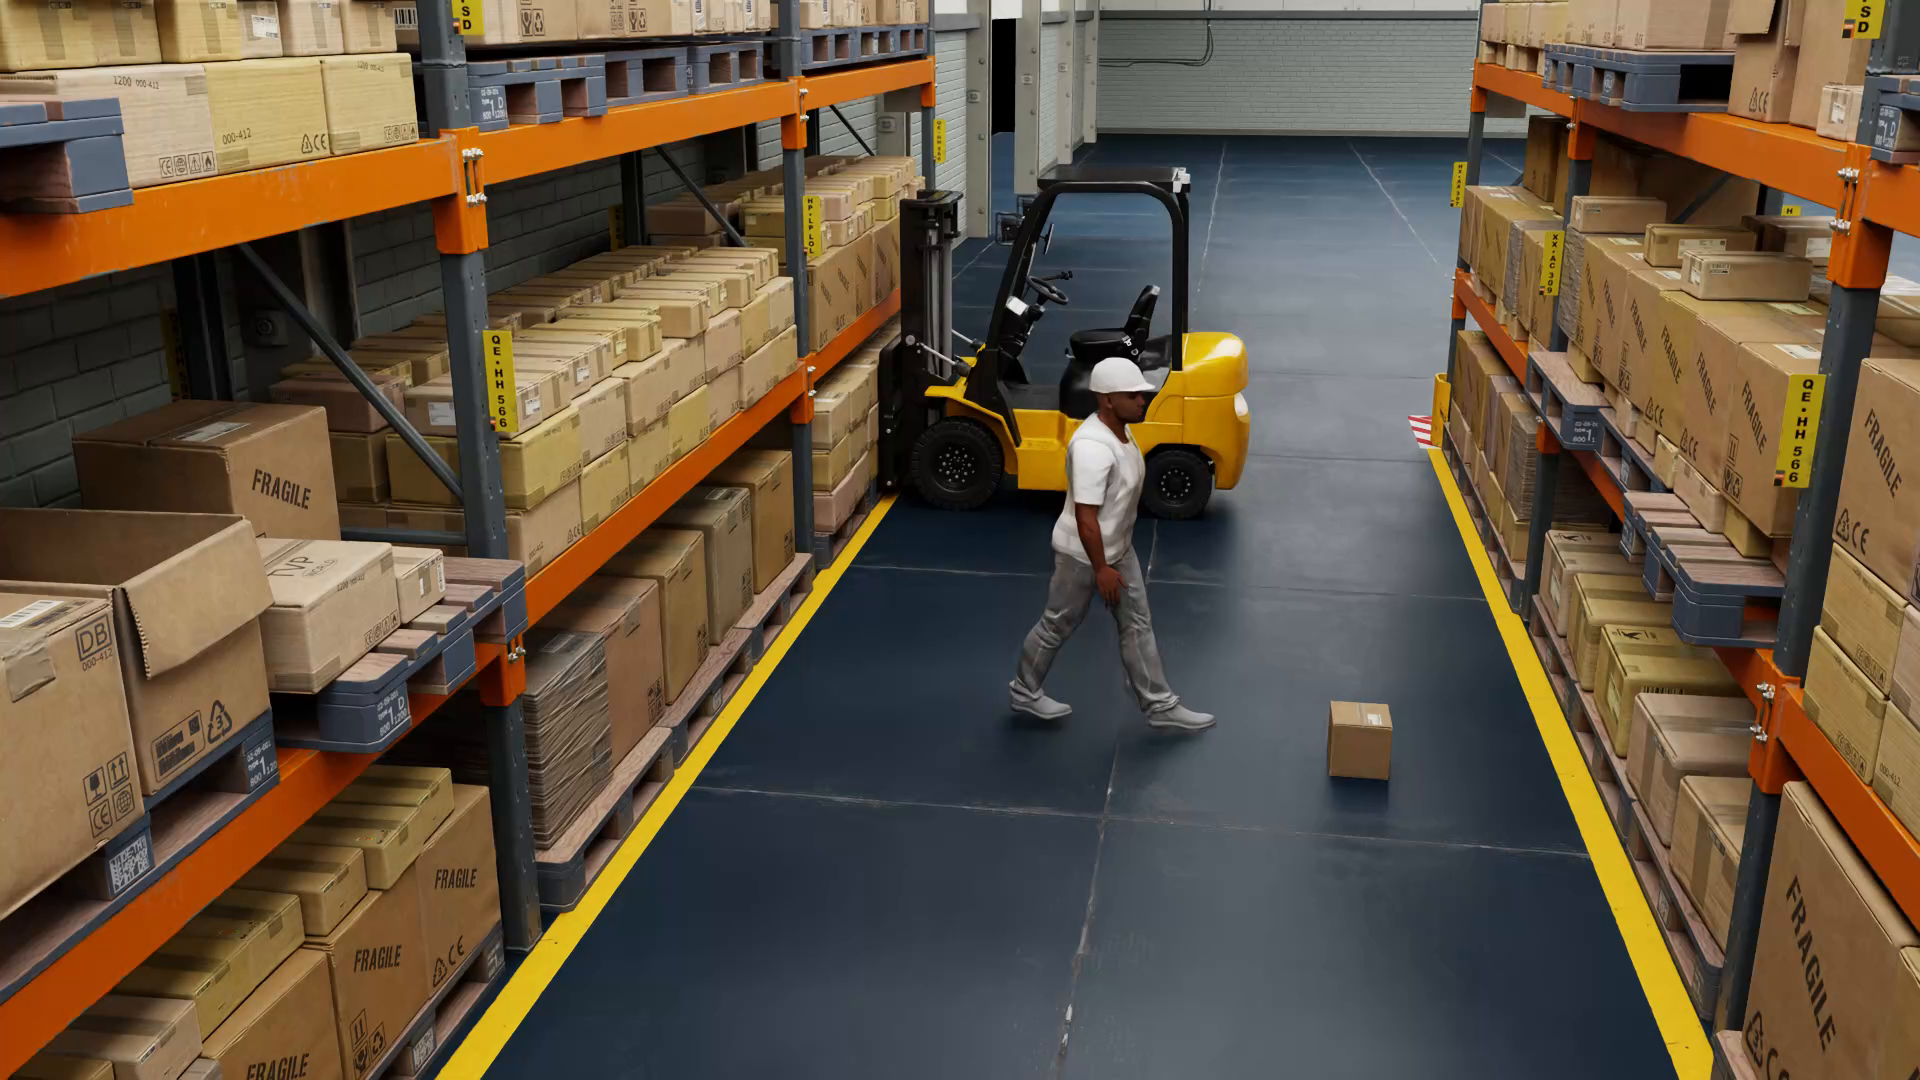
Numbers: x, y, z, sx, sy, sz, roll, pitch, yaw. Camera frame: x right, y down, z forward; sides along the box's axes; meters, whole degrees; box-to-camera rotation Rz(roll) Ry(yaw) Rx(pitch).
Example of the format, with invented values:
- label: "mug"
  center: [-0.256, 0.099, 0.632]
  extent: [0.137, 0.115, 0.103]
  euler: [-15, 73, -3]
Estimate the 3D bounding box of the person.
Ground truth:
- label: "person"
  center: [0.661, 0.034, 7.374]
  extent: [0.959, 1.706, 0.603]
  euler: [8, 20, 25]
